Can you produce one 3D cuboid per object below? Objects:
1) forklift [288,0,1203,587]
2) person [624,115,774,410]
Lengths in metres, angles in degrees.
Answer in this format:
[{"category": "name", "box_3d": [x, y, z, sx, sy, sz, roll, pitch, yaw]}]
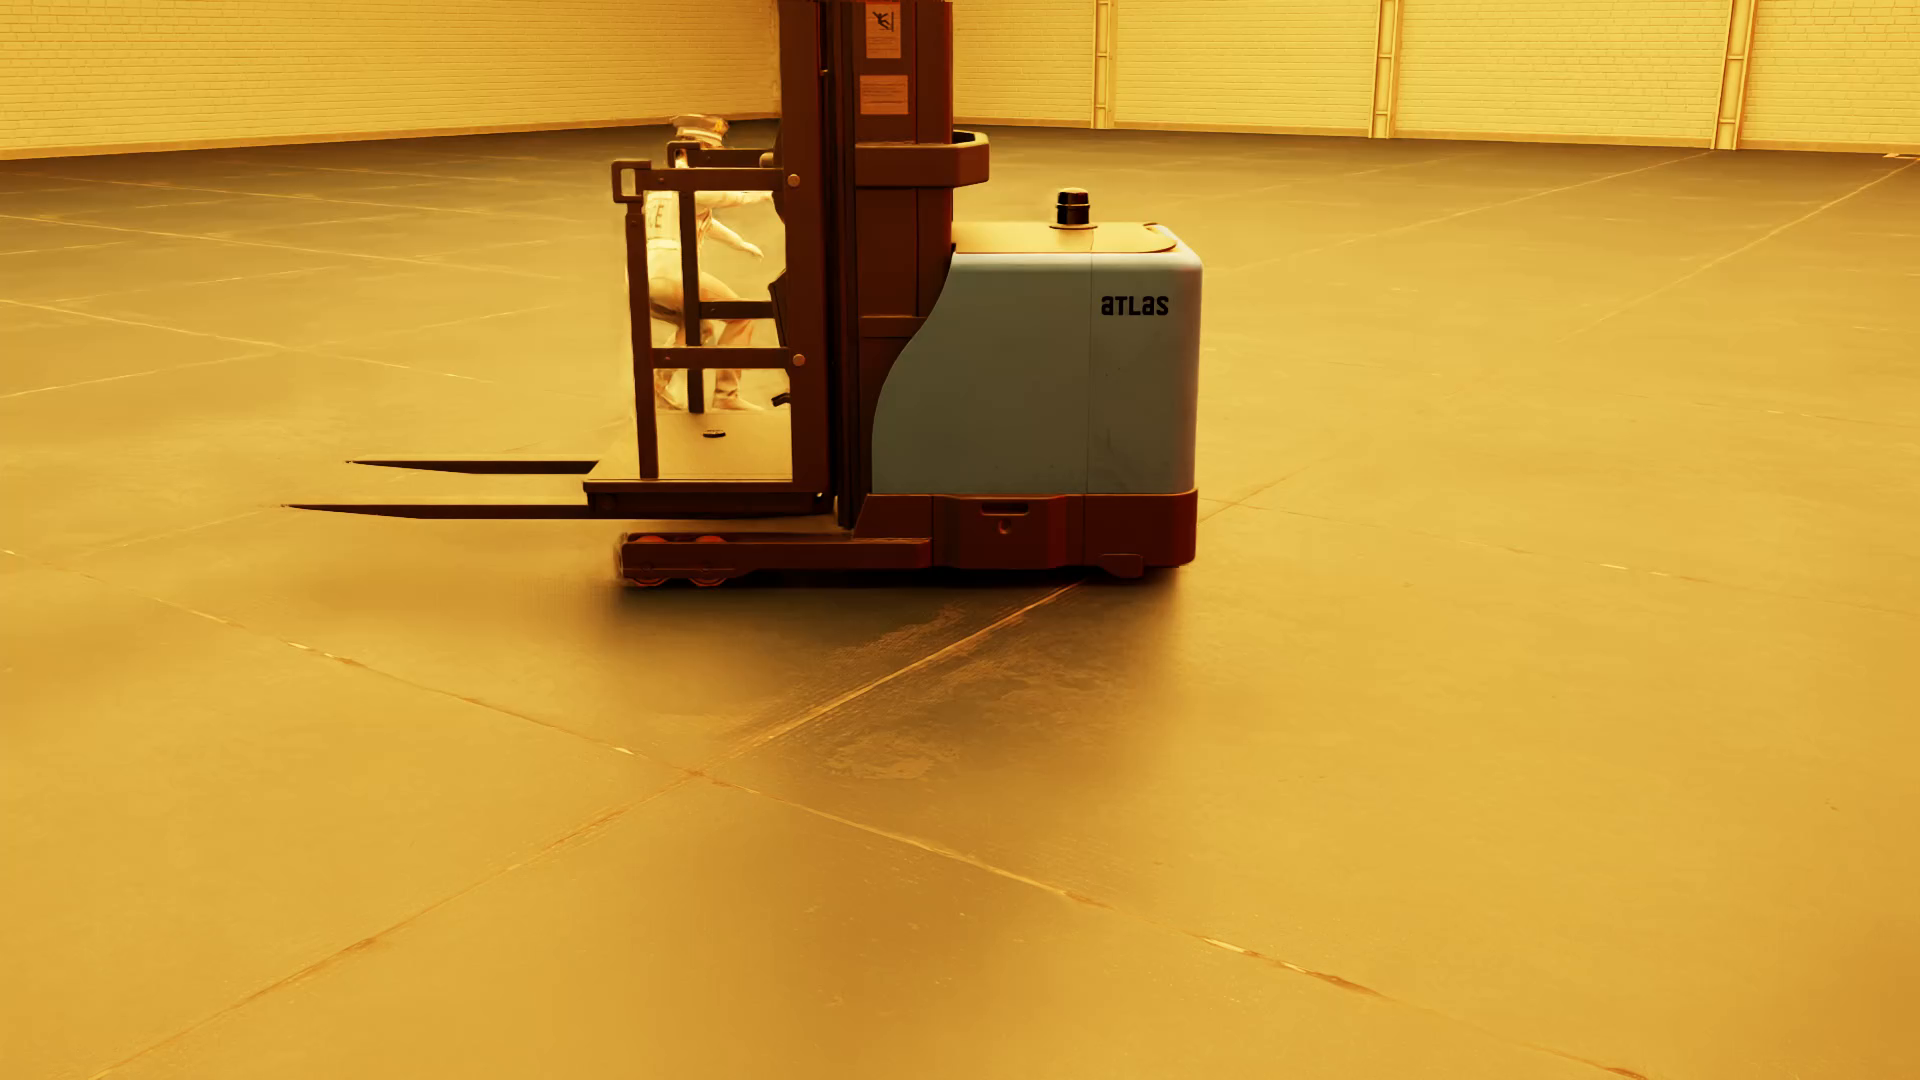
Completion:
[{"category": "forklift", "box_3d": [-0.735, -1.402, 5.520, 3.031, 2.935, 1.130, 0, 17, 0]}, {"category": "person", "box_3d": [-1.115, -1.259, 7.723, 0.906, 1.394, 0.729, -16, 23, -42]}]
